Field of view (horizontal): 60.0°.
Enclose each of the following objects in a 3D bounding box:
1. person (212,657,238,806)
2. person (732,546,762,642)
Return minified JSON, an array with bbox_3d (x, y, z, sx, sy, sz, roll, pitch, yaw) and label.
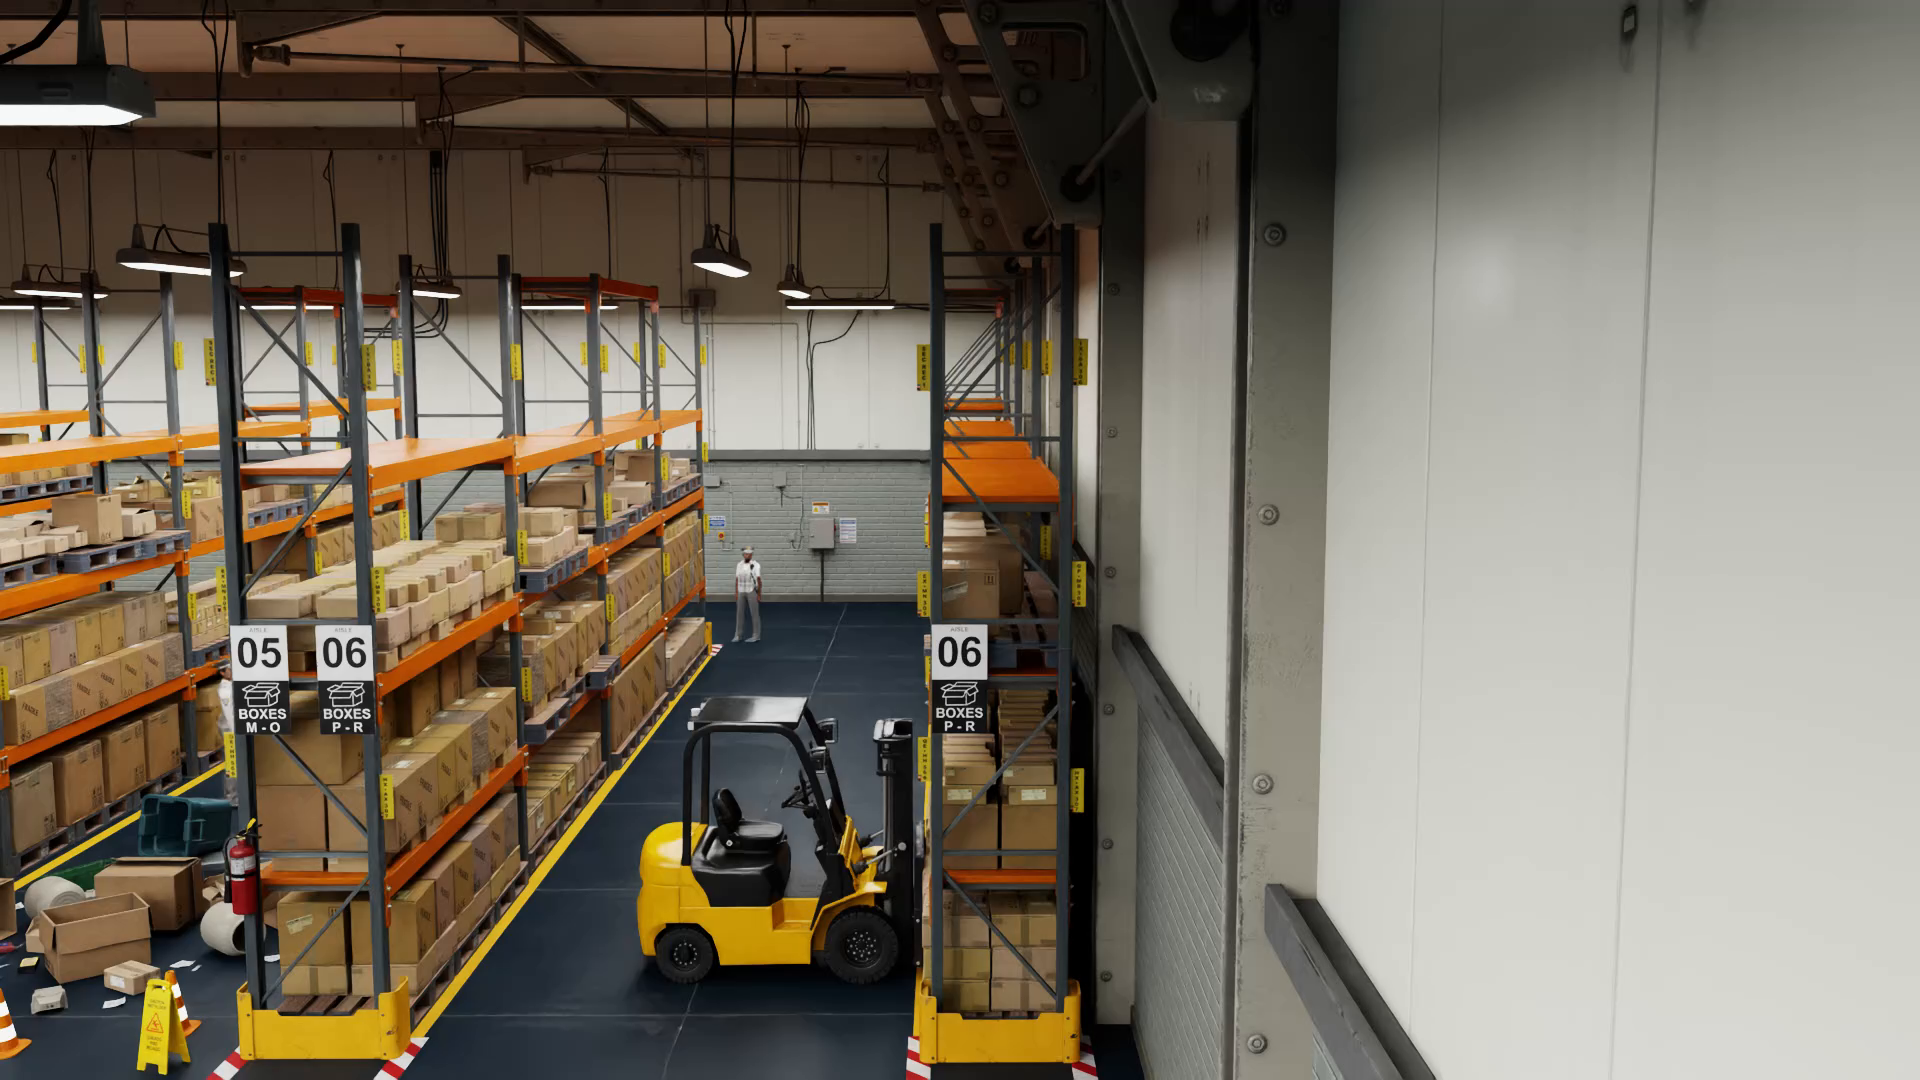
[{"bbox_3d":[-8.175,2.162,18.734,0.374,1.724,0.511,-5,8,-37],"label":"person"},{"bbox_3d":[-3.726,0.942,29.122,0.511,1.696,0.420,3,7,25],"label":"person"}]
